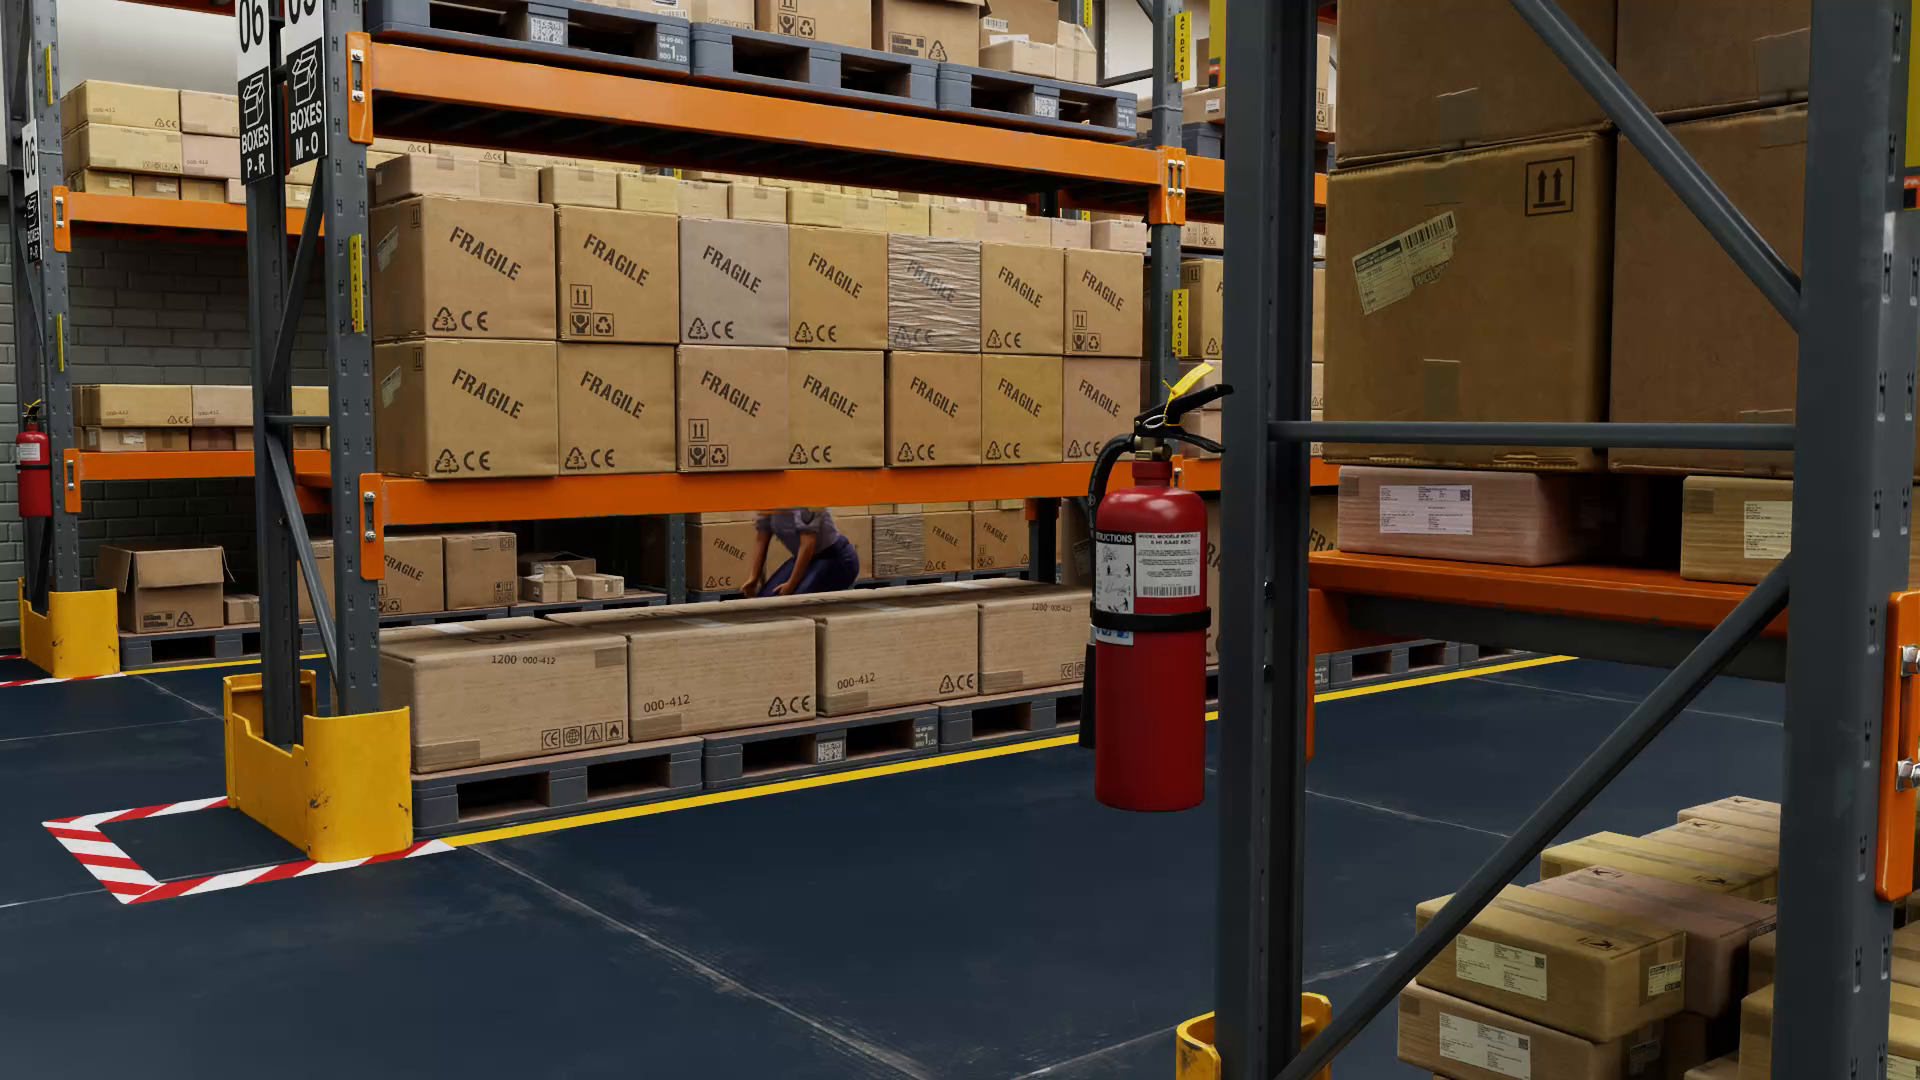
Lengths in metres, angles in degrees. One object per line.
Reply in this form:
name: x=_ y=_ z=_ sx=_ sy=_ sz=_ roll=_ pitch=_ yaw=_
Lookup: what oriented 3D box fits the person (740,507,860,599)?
person: x=-0.888 y=0.174 z=9.340 sx=0.688 sy=1.312 sz=0.534 roll=-4 pitch=6 yaw=-39
